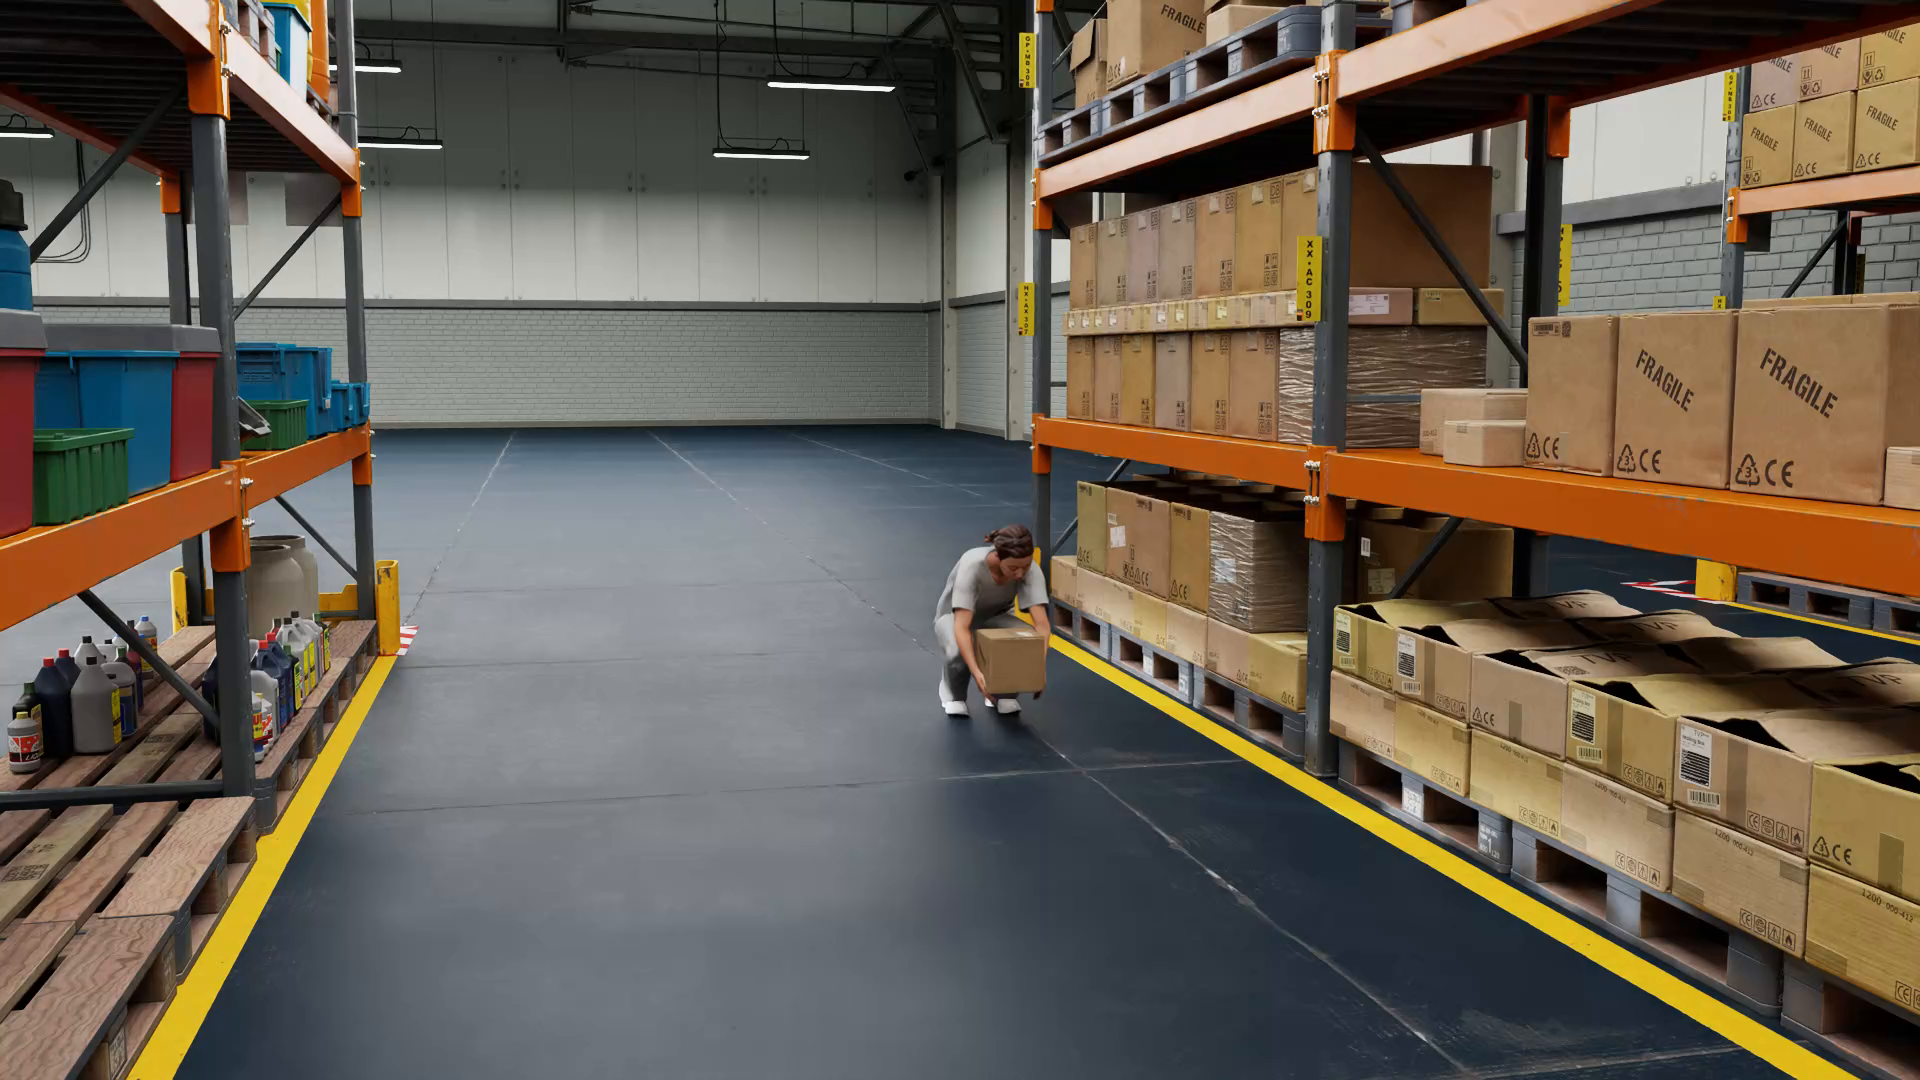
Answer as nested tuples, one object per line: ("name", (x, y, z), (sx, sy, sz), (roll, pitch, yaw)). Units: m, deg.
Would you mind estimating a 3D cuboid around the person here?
("person", (0.144, 0.367, 7.740), (0.490, 0.931, 0.810), (-2, 6, -15))
